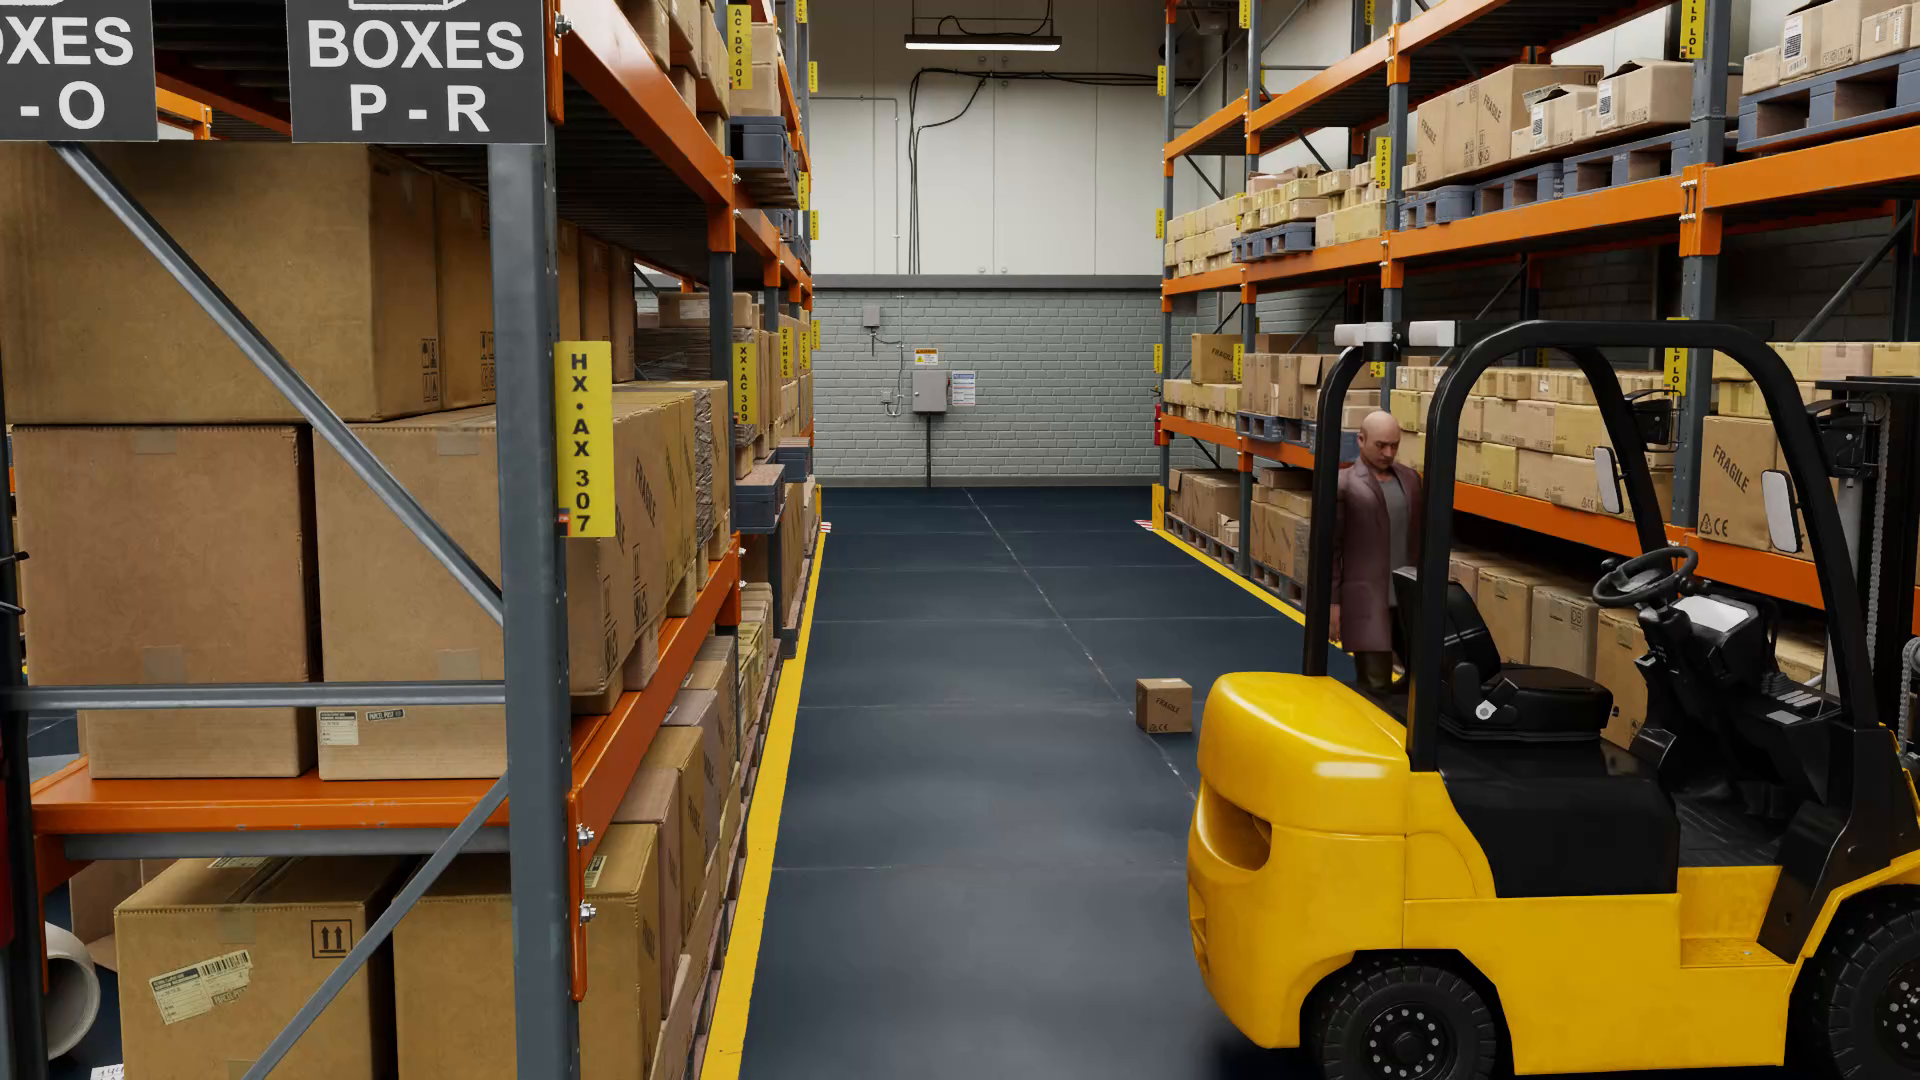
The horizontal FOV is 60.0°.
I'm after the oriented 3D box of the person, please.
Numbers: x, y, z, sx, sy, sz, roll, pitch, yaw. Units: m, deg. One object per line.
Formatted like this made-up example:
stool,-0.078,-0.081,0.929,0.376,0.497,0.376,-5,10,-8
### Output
person,1.970,0.291,7.655,0.625,1.765,0.769,-2,7,-20
